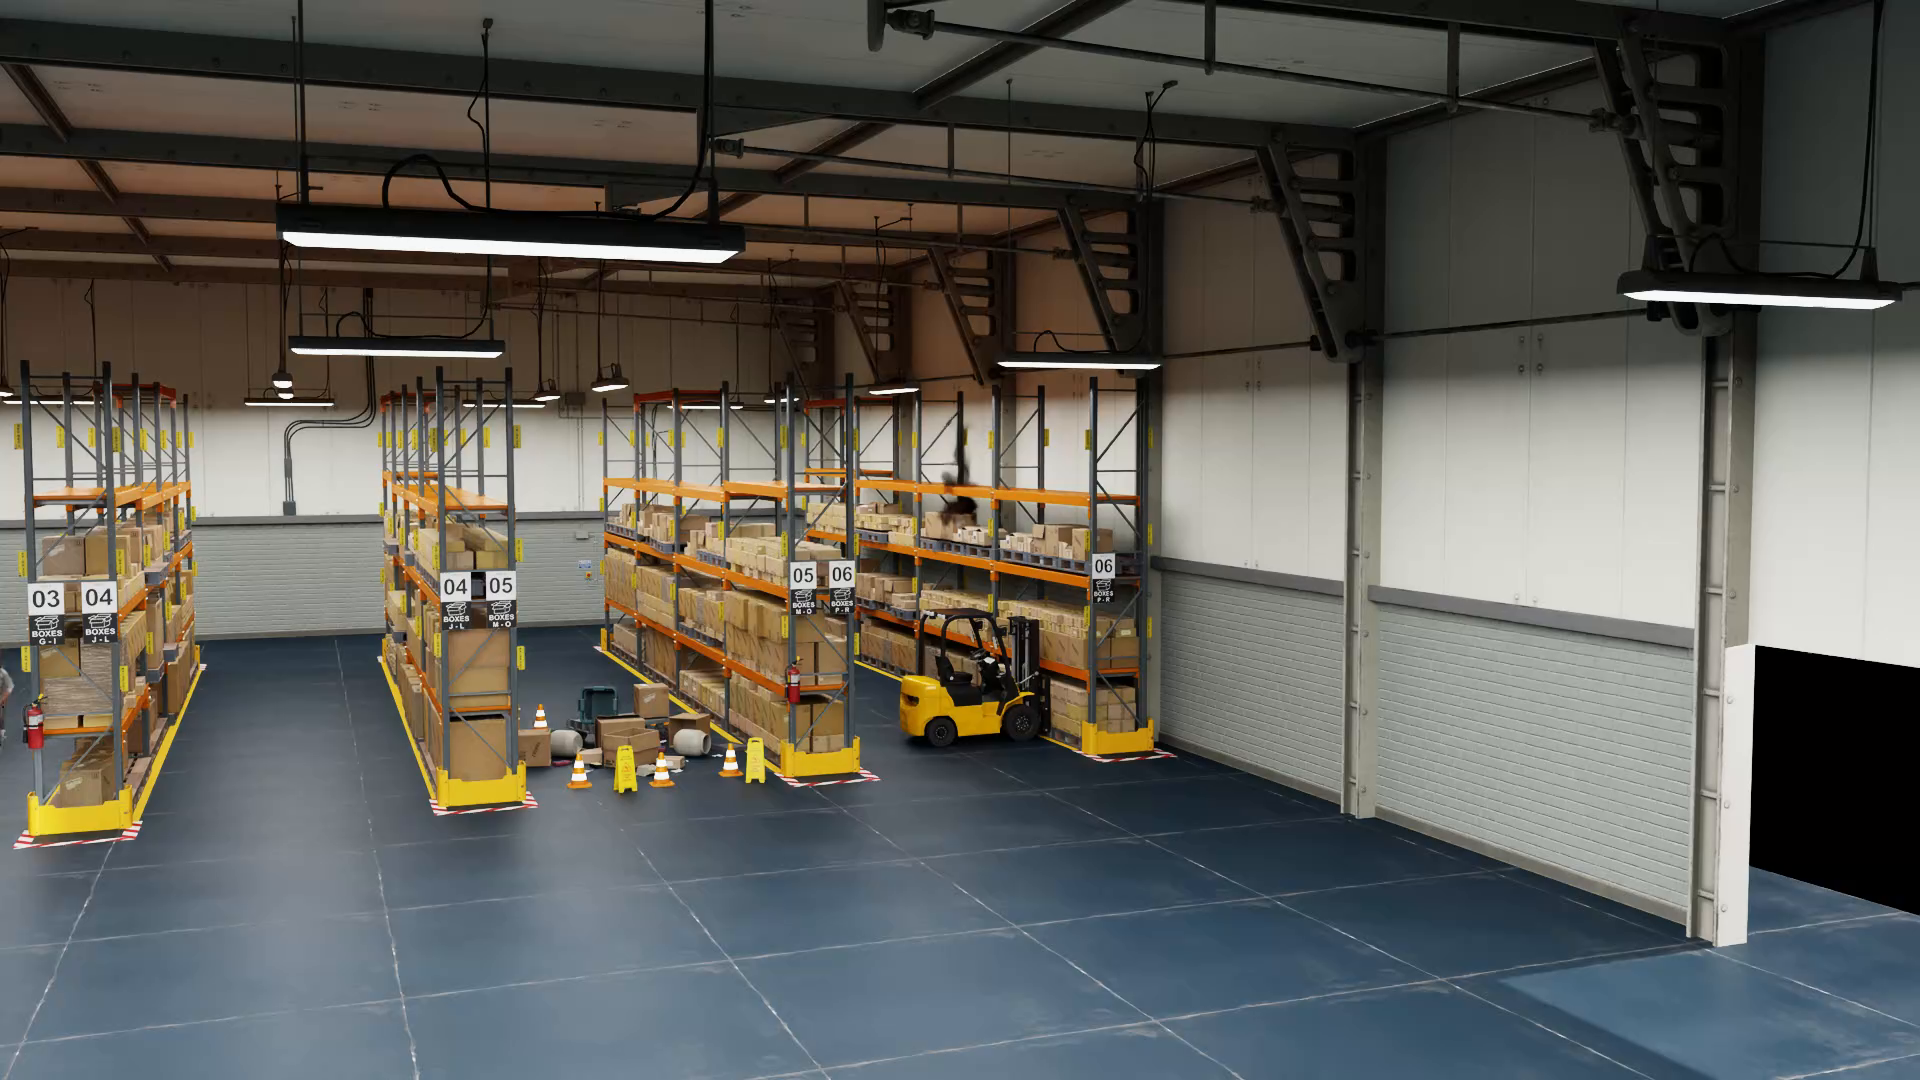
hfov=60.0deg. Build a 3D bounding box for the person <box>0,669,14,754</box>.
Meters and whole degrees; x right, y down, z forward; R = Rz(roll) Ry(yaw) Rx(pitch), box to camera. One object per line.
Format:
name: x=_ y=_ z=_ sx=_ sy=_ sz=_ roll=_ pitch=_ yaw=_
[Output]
person: x=-15.589 y=2.650 z=26.892 sx=0.556 sy=1.532 sz=0.892 roll=-1 pitch=4 yaw=-20
